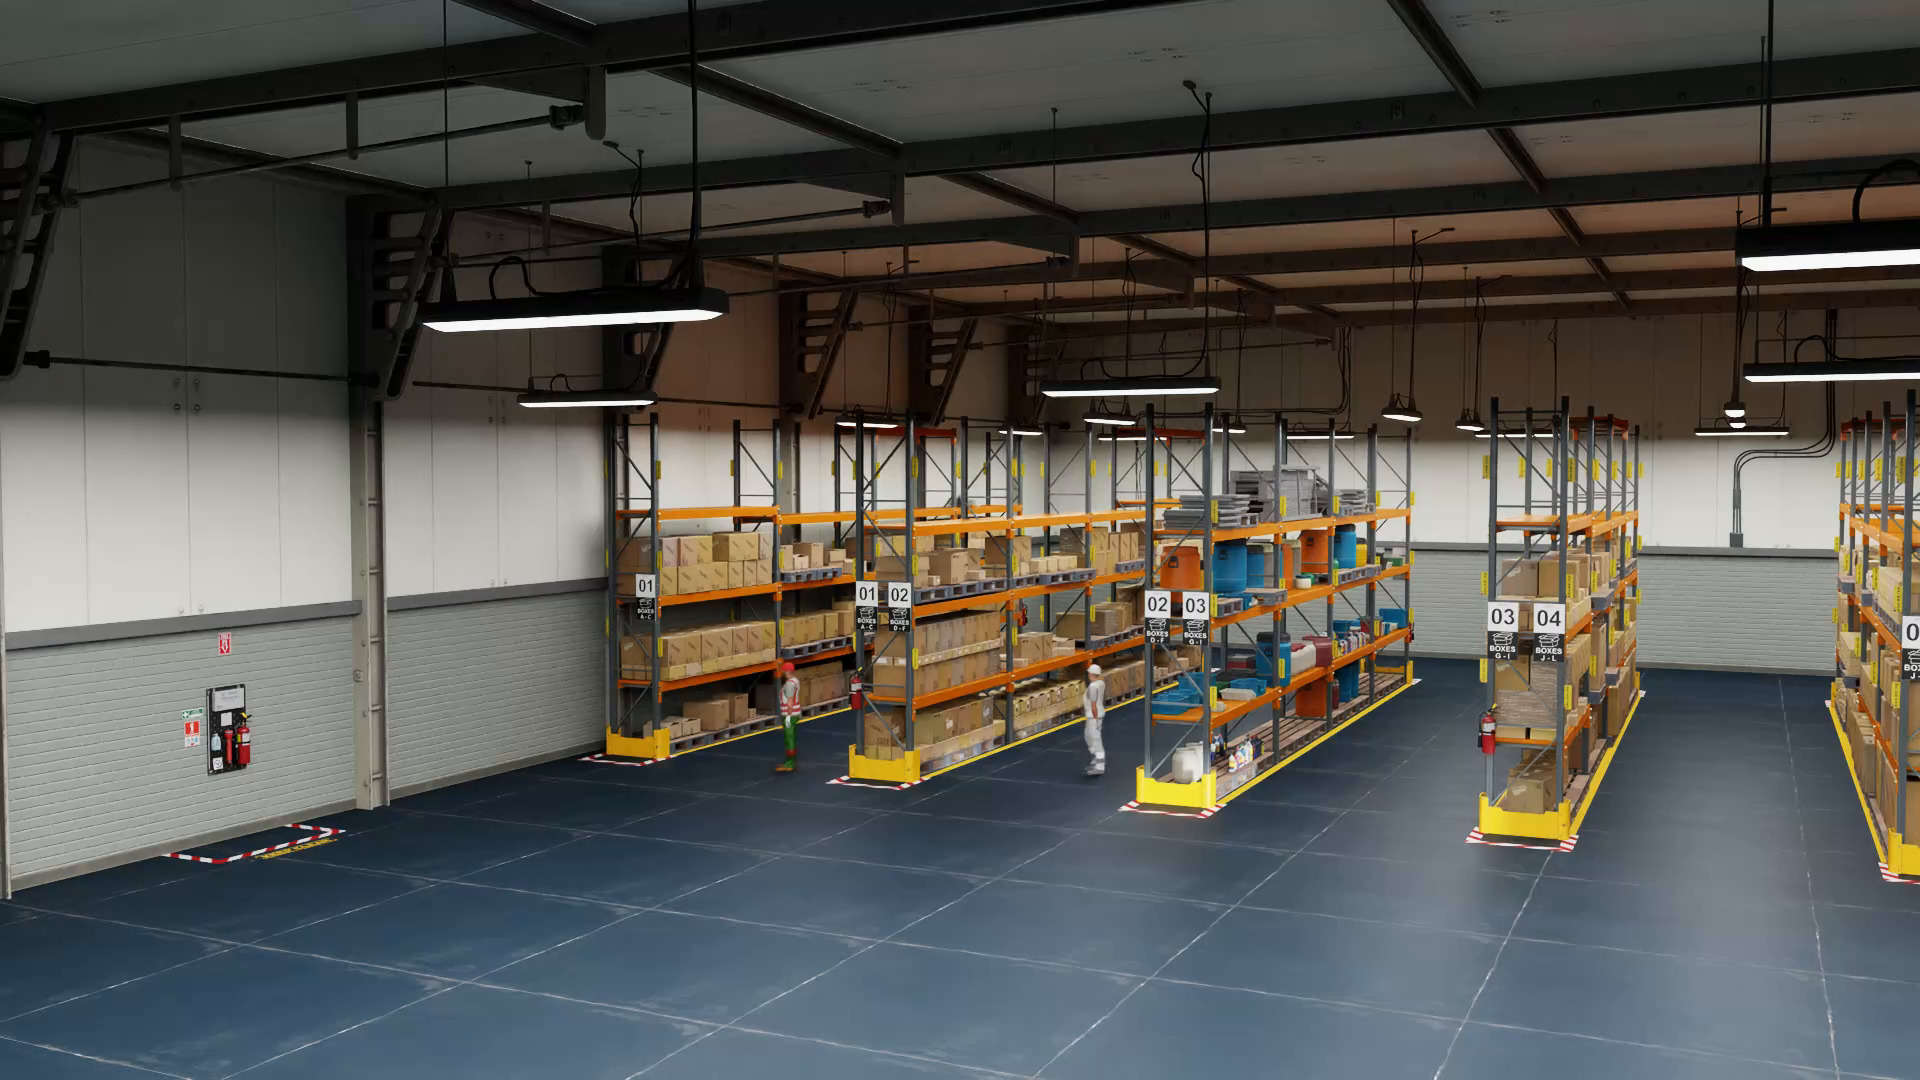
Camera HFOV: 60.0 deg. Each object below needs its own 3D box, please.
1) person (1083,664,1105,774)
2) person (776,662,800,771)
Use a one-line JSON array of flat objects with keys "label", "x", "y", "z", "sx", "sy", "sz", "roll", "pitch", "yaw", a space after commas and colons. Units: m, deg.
[{"label": "person", "x": 2.213, "y": 2.944, "z": 27.403, "sx": 0.361, "sy": 1.810, "sz": 0.684, "roll": 0, "pitch": 2, "yaw": 8}, {"label": "person", "x": -2.879, "y": 2.932, "z": 27.719, "sx": 0.422, "sy": 1.792, "sz": 0.609, "roll": 0, "pitch": 2, "yaw": 2}]
